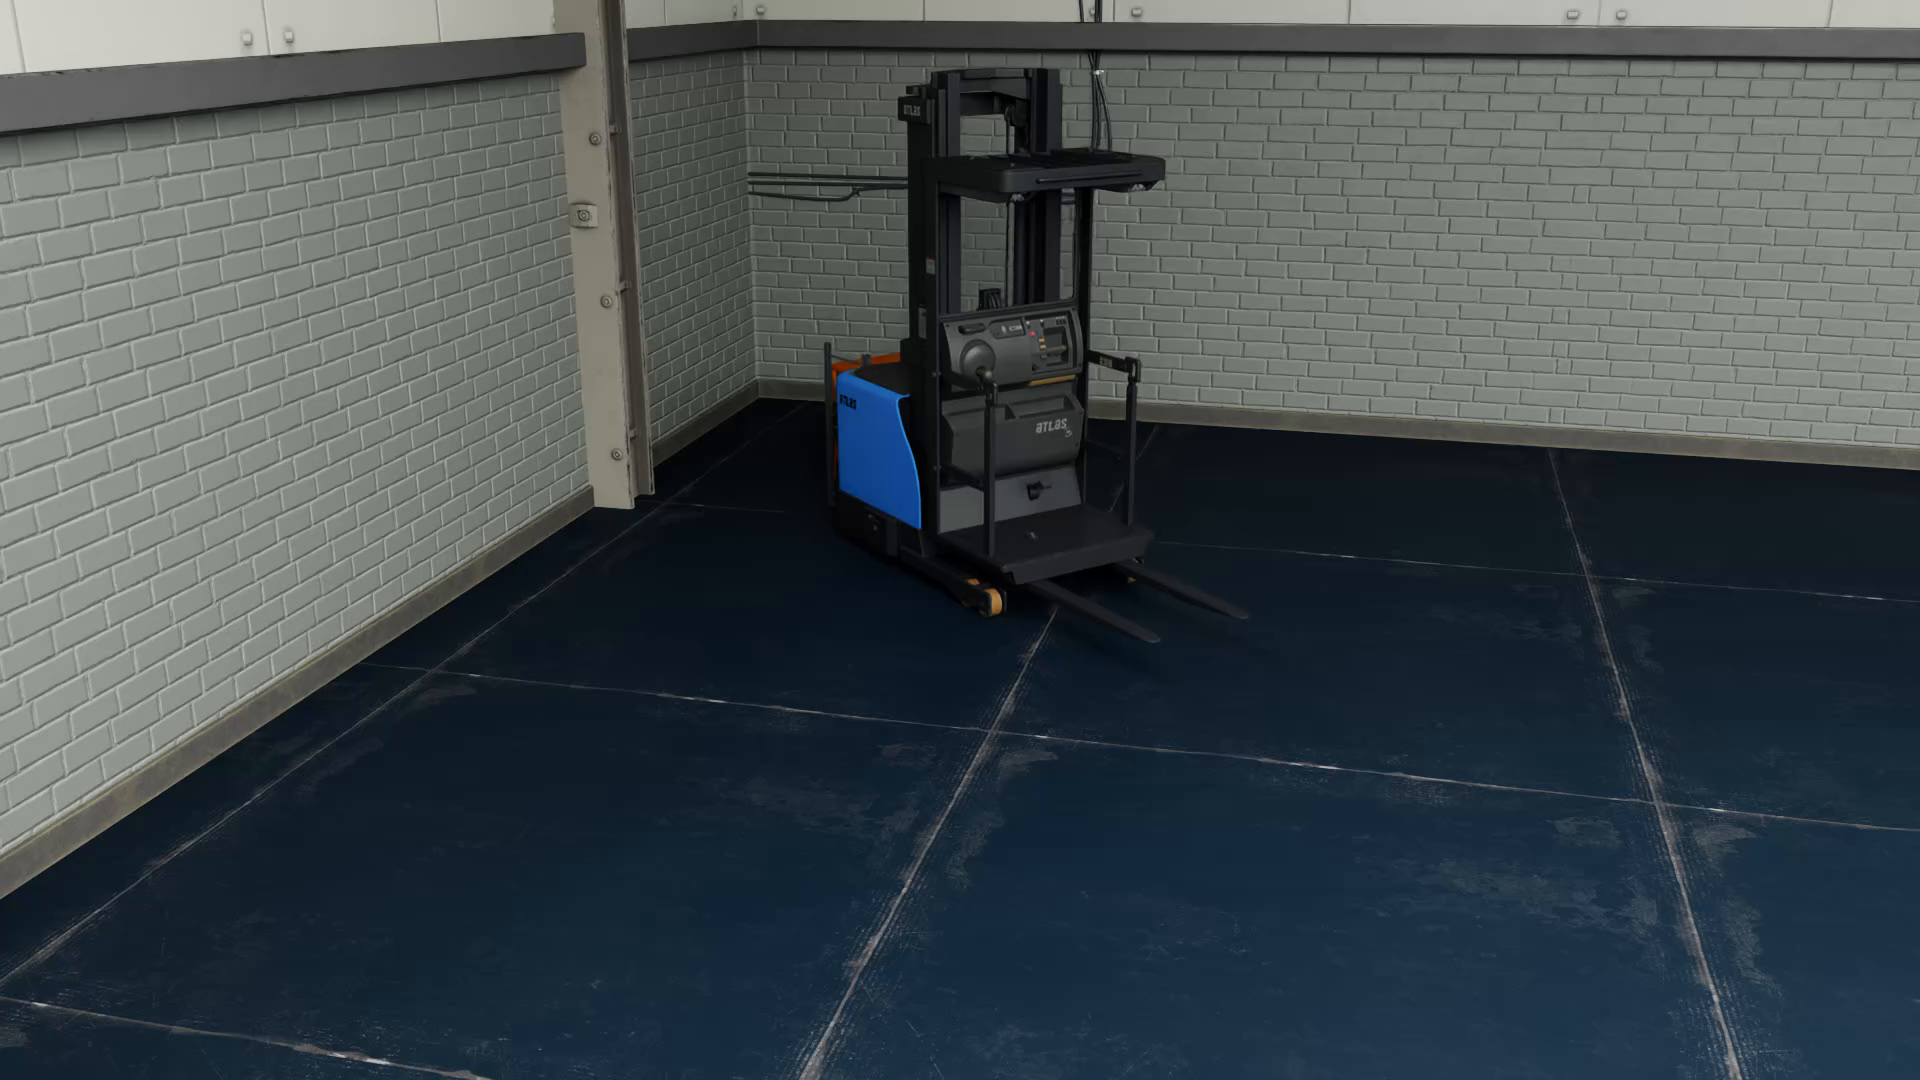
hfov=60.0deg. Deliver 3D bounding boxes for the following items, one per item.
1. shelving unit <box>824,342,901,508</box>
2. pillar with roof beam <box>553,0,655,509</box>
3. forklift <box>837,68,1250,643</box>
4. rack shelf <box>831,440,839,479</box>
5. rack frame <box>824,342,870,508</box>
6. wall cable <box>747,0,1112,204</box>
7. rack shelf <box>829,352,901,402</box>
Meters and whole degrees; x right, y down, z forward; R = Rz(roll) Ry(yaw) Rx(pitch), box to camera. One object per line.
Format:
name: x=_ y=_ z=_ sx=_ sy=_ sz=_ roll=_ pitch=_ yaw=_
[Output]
shelving unit: x=-0.338 y=-0.819 z=11.346 sx=1.048 sy=1.125 sz=0.538 roll=-14 pitch=23 yaw=-35
pillar with roof beam: x=1.841 y=-4.201 z=9.065 sx=9.100 sy=9.000 sz=0.400 roll=5 pitch=19 yaw=13
forklift: x=0.431 y=-1.123 z=9.440 sx=1.130 sy=2.935 sz=3.031 roll=-12 pitch=22 yaw=-31
rack shelf: x=-0.338 y=-0.588 z=11.426 sx=1.000 sy=0.278 sz=0.538 roll=-14 pitch=23 yaw=-35
rack frame: x=-0.741 y=-0.719 z=11.054 sx=0.032 sy=1.125 sz=0.500 roll=-14 pitch=23 yaw=-35
wall cable: x=-0.332 y=-3.891 z=12.960 sx=3.097 sy=2.526 sz=0.112 roll=5 pitch=19 yaw=13
rack shelf: x=-0.338 y=-1.096 z=11.252 sx=1.000 sy=0.278 sz=0.538 roll=-14 pitch=23 yaw=-35
